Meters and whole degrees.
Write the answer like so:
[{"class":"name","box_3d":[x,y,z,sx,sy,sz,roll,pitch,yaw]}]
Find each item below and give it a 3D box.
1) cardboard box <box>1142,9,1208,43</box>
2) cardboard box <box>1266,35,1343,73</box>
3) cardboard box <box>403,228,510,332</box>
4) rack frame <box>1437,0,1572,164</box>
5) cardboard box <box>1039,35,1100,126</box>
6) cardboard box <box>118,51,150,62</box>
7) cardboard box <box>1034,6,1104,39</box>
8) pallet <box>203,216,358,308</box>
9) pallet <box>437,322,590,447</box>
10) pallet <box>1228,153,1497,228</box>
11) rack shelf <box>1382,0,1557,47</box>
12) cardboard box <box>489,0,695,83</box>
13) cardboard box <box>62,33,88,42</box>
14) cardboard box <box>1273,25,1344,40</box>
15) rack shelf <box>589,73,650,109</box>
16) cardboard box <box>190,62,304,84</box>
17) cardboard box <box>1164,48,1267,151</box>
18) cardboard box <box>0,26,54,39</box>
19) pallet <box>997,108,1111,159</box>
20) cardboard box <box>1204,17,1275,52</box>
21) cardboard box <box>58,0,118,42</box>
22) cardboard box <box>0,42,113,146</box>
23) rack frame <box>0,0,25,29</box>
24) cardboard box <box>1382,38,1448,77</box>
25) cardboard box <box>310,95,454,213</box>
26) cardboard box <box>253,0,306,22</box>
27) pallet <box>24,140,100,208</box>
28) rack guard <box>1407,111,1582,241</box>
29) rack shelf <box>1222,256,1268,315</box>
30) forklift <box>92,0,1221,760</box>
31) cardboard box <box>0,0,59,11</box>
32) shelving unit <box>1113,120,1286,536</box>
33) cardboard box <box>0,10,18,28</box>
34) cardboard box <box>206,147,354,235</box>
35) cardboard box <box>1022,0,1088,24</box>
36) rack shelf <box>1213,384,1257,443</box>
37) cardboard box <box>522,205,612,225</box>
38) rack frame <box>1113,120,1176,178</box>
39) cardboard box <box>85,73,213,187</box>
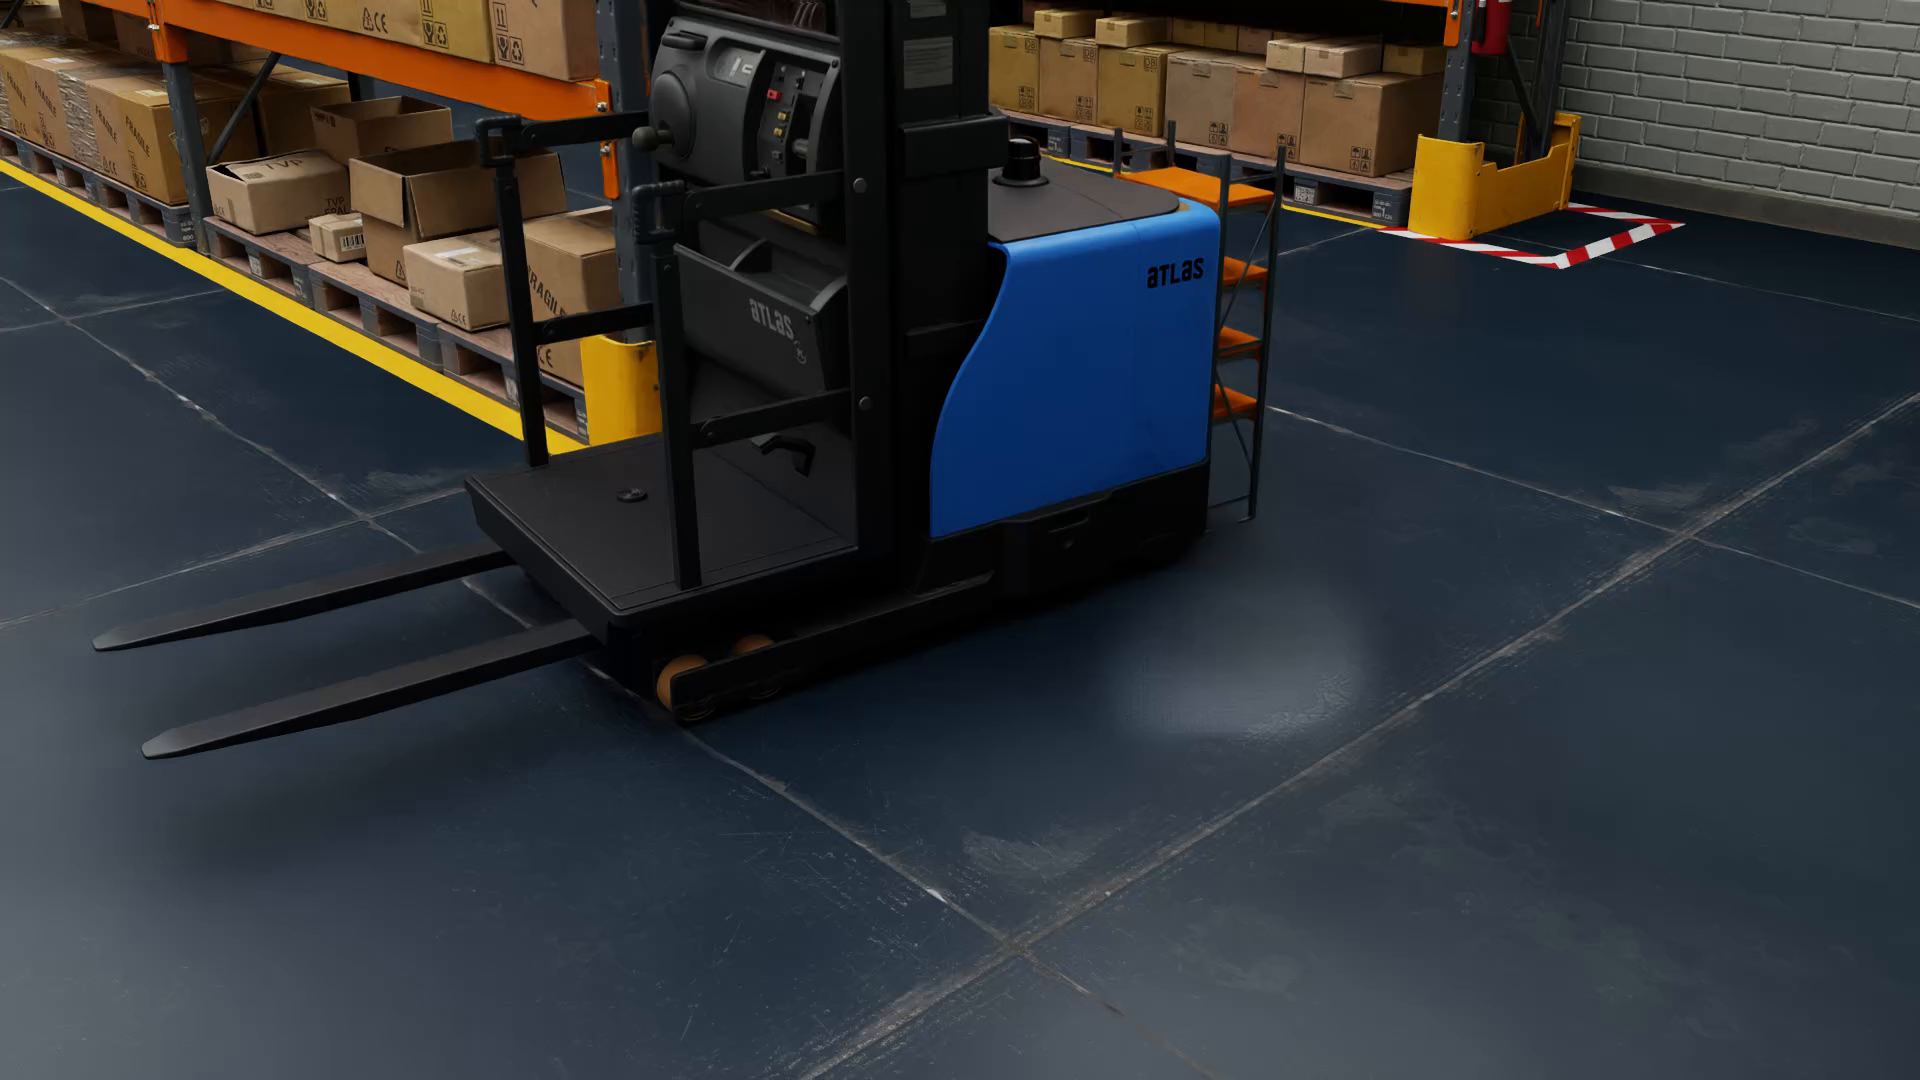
[{"class":"cardboard box","box_3d":[1.351,-3.227,10.433,0.380,0.149,0.250,-21,32,-38]},{"class":"cardboard box","box_3d":[1.941,-2.734,9.353,0.380,0.149,0.250,-20,31,-37]},{"class":"cardboard box","box_3d":[-1.904,-1.071,6.766,0.500,0.250,0.500,-21,32,-38]},{"class":"rack frame","box_3d":[2.888,-3.137,8.512,1.000,3.000,0.127,-21,32,-38]},{"class":"cardboard box","box_3d":[0.932,-2.994,10.704,0.700,0.500,0.500,-22,32,-39]},{"class":"cardboard box","box_3d":[-4.666,-2.686,10.006,0.500,0.500,0.500,22,33,40]},{"class":"cardboard box","box_3d":[0.691,-3.286,10.564,0.380,0.149,0.250,-20,31,-37]},{"class":"pallet","box_3d":[-2.990,-1.465,8.207,1.003,0.211,1.213,-21,32,-38]},{"class":"pallet","box_3d":[-1.323,-0.726,6.587,1.003,0.211,1.213,-21,32,-38]},{"class":"pallet","box_3d":[2.285,-2.088,9.573,1.003,0.211,1.213,-21,32,-38]},{"class":"rack shelf","box_3d":[1.521,-3.415,9.989,1.077,0.370,4.000,-21,32,-38]},{"class":"cardboard box","box_3d":[-1.230,-1.834,5.536,0.500,0.500,0.500,-20,31,-37]},{"class":"cardboard box","box_3d":[-5.383,-3.000,10.694,0.500,0.500,0.500,-20,31,-37]},{"class":"cardboard box","box_3d":[2.051,-2.917,9.755,0.380,0.149,0.250,-21,32,-38]},{"class":"rack shelf","box_3d":[-2.092,-2.098,6.866,0.919,0.124,3.809,-21,32,-38]},{"class":"cardboard box","box_3d":[-3.985,-2.379,9.333,0.500,0.500,0.500,-21,32,-38]},{"class":"cardboard box","box_3d":[1.650,-2.678,10.012,0.500,0.500,0.700,23,33,40]},{"class":"cardboard box","box_3d":[-6.091,-2.998,10.689,0.500,0.500,0.500,-20,31,-36]},{"class":"pallet","box_3d":[0.617,-2.827,11.193,1.003,0.211,1.213,-21,32,-38]},{"class":"cardboard box","box_3d":[1.700,-3.072,10.094,0.380,0.149,0.250,-21,32,-38]},{"class":"cardboard box","box_3d":[-5.341,-3.325,10.504,0.500,0.250,0.500,-20,31,-37]},{"class":"cardboard box","box_3d":[-5.390,-2.688,10.009,0.500,0.500,0.500,-22,32,-39]},{"class":"rack frame","box_3d":[-6.193,-4.154,10.742,1.000,3.000,0.127,-21,32,-38]},{"class":"cardboard box","box_3d":[2.568,-2.688,9.253,0.380,0.149,0.250,-21,32,-38]},{"class":"cardboard box","box_3d":[-2.863,-1.913,8.311,0.500,0.500,0.500,-21,32,-38]},{"class":"cardboard box","box_3d":[-2.617,-2.450,6.885,0.500,0.500,0.500,-21,32,-39]},{"class":"pallet","box_3d":[-4.881,-2.279,9.991,1.003,0.211,1.213,-21,32,-38]},{"class":"rack guard","box_3d":[2.905,-1.992,9.015,1.175,0.500,0.348,-21,32,-38]},{"class":"rack shelf","box_3d":[0.720,-0.816,5.216,0.258,0.148,0.480,-16,29,-31]},{"class":"forklift","box_3d":[-0.738,-1.122,4.177,3.031,2.935,1.130,-16,29,-31]},{"class":"cardboard box","box_3d":[-6.702,-3.748,11.983,0.500,0.311,0.500,-22,33,-40]},{"class":"shelving unit","box_3d":[0.720,-0.674,5.280,0.258,1.200,0.503,-16,29,-31]},{"class":"cardboard box","box_3d":[-6.731,-3.438,11.304,0.500,0.311,0.500,-20,31,-37]},{"class":"cardboard box","box_3d":[-3.330,-1.730,8.139,0.500,0.311,0.500,-21,32,-38]},{"class":"cardboard box","box_3d":[0.636,-3.542,11.125,0.380,0.149,0.250,-21,32,-39]},{"class":"rack shelf","box_3d":[0.719,-0.432,5.390,0.258,0.148,0.480,-16,29,-31]},{"class":"cardboard box","box_3d":[-1.573,-1.228,7.110,0.500,0.250,0.500,-21,32,-38]},{"class":"rack frame","box_3d":[0.581,-0.757,5.463,0.240,1.200,0.015,-16,29,-31]},{"class":"cardboard box","box_3d":[-4.337,-2.225,8.996,0.500,0.500,0.500,-21,32,-38]}]
